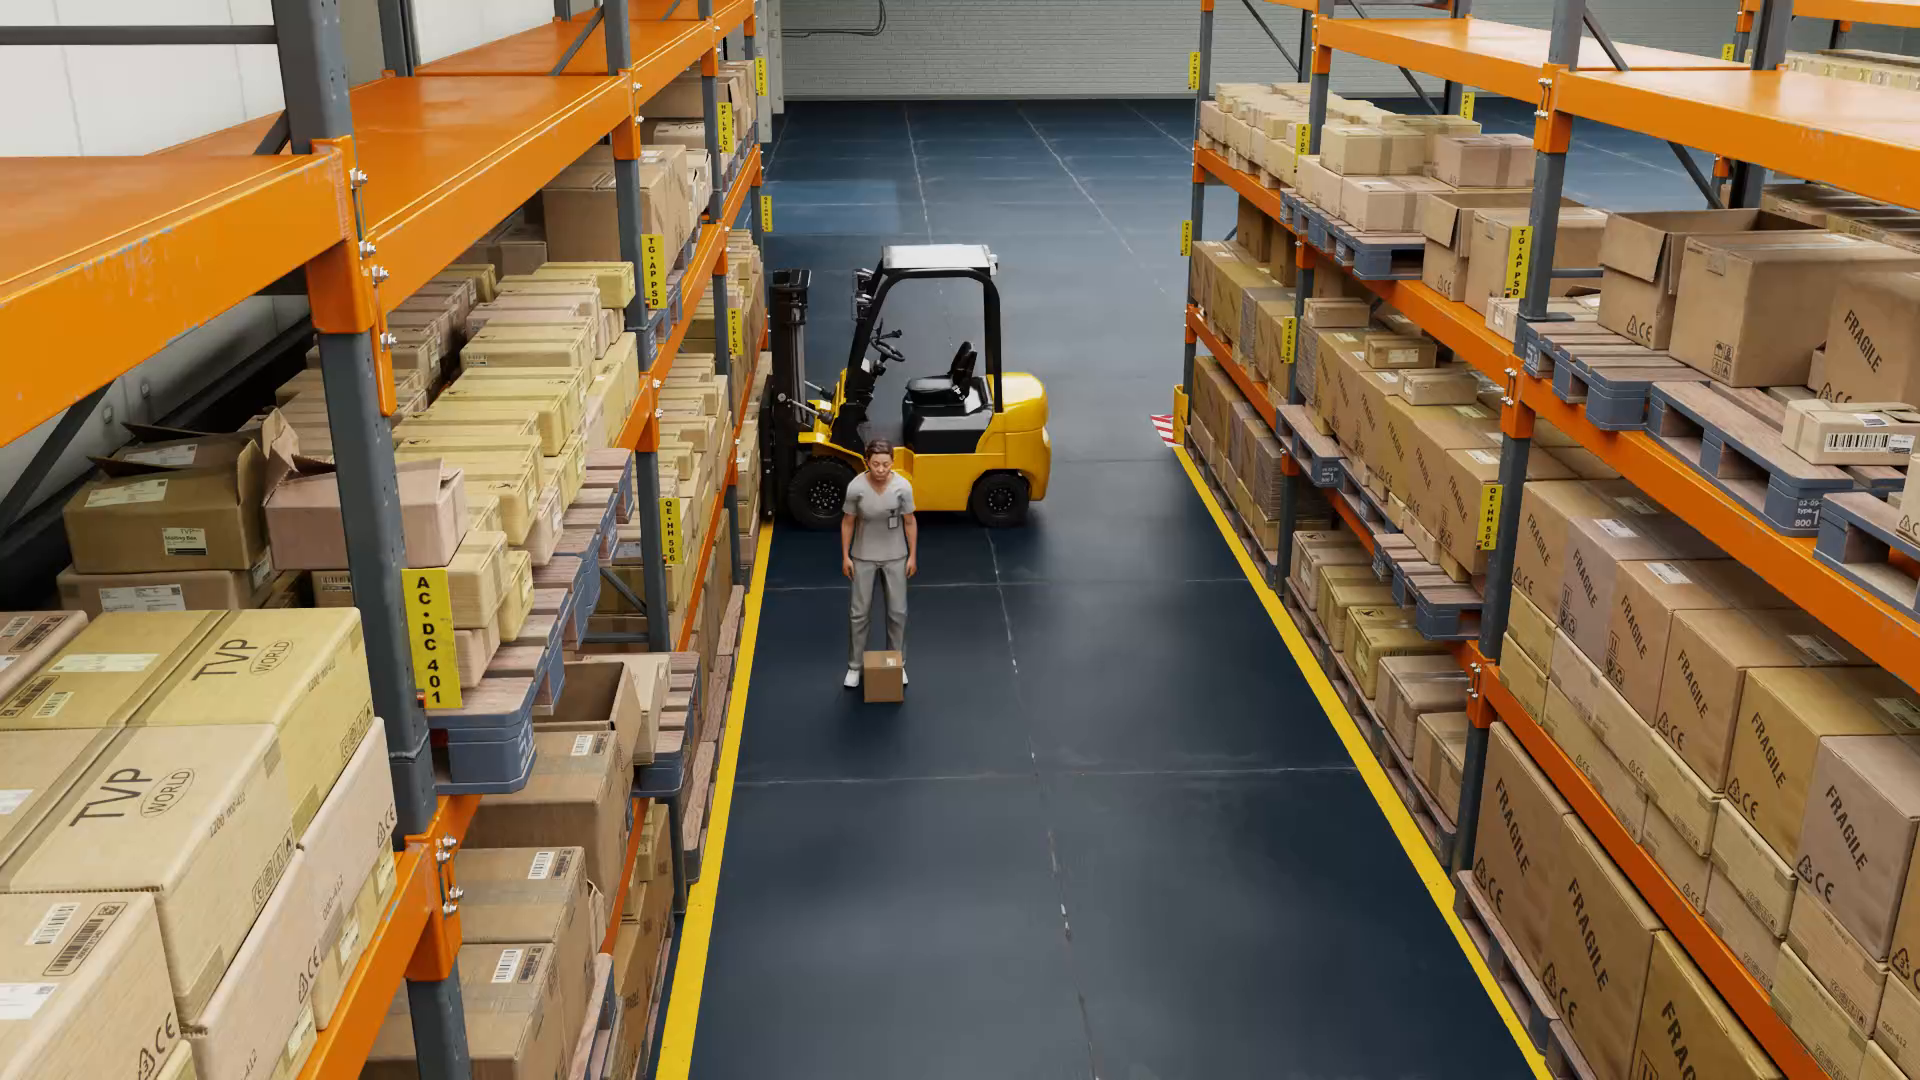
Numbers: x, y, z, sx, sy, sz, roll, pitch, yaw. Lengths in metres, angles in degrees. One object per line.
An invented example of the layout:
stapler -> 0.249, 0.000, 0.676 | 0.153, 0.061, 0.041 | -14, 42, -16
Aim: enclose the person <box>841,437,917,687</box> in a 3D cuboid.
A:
person -> -0.522, 0.129, 10.733 | 0.493, 1.673, 0.353 | -1, 21, -3
